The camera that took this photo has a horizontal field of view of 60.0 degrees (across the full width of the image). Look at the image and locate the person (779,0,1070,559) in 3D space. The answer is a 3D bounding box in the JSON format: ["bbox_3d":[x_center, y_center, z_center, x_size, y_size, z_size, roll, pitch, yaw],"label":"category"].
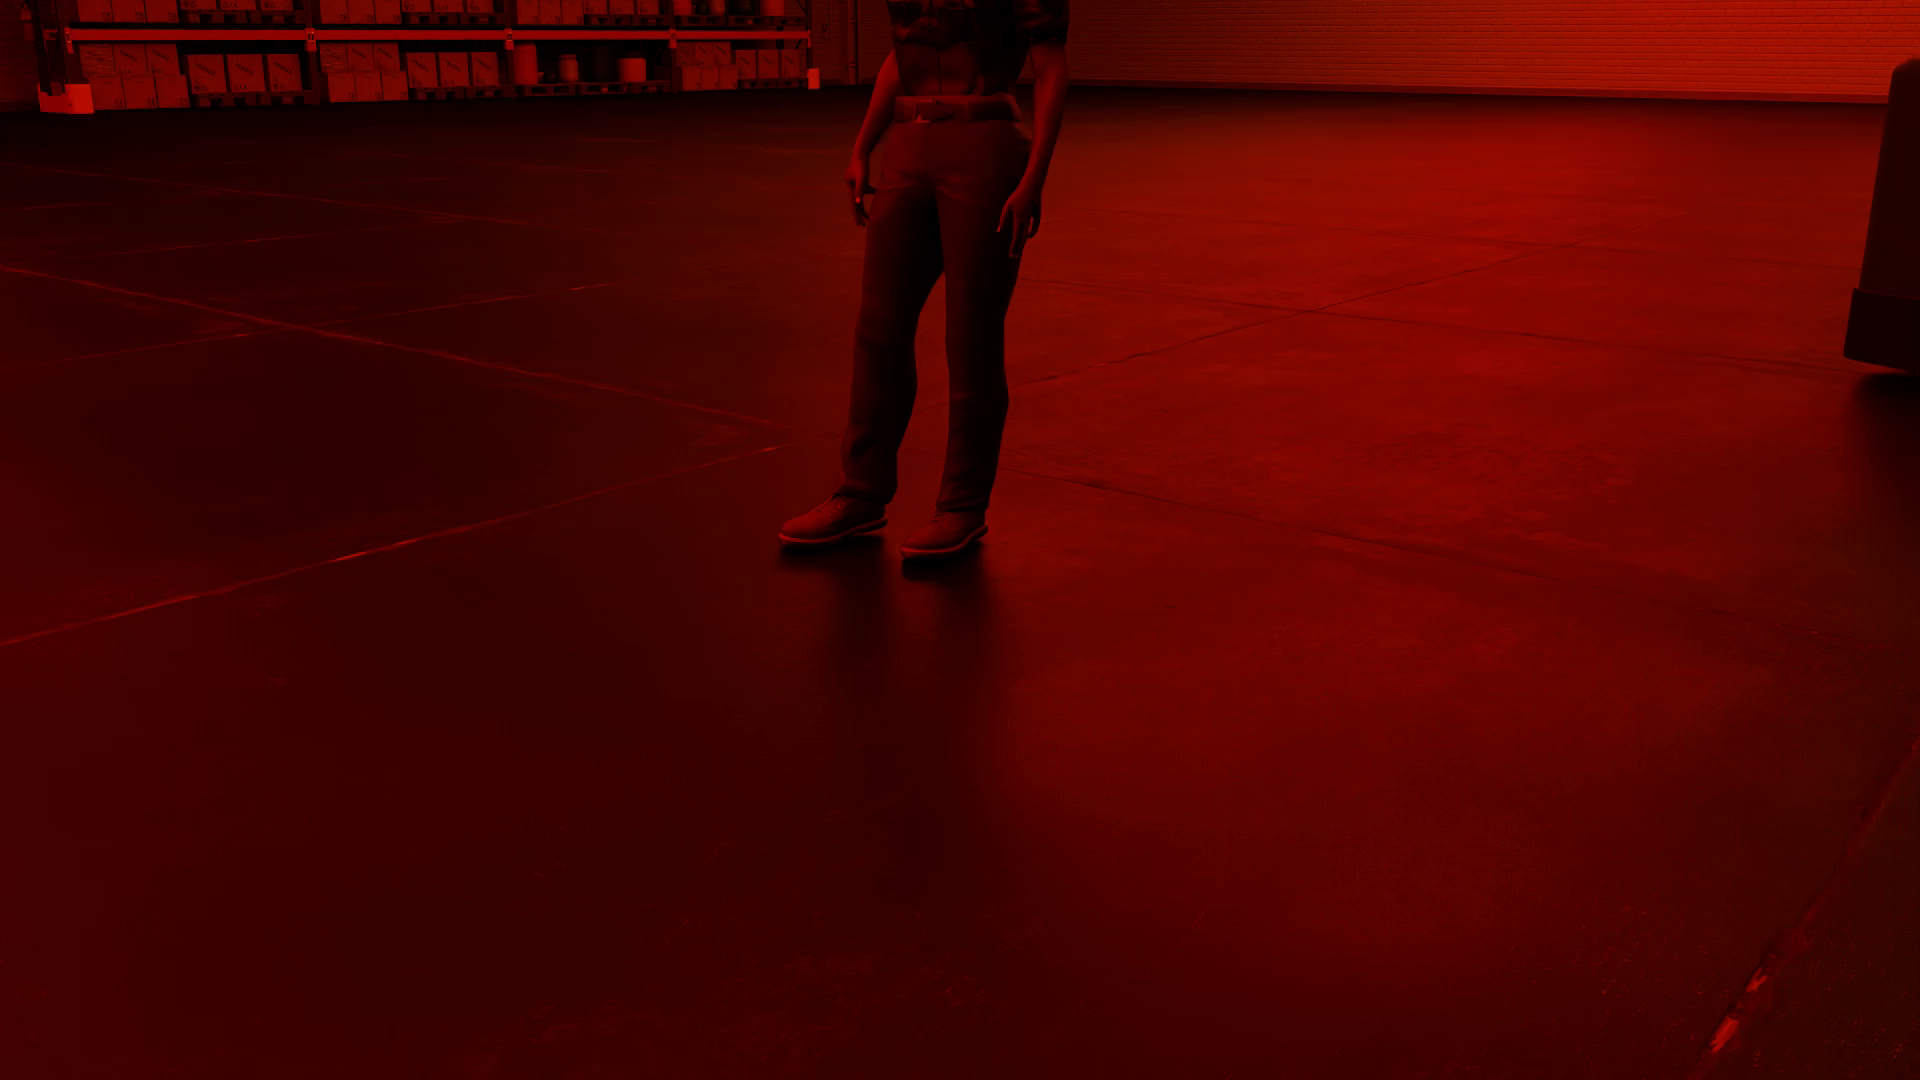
[{"bbox_3d":[-0.071,-0.783,3.647,0.569,1.656,0.503,13,21,37],"label":"person"}]

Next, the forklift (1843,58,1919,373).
[{"bbox_3d":[4.640,-2.021,5.554,3.031,2.935,1.130,-7,18,-23],"label":"forklift"}]
